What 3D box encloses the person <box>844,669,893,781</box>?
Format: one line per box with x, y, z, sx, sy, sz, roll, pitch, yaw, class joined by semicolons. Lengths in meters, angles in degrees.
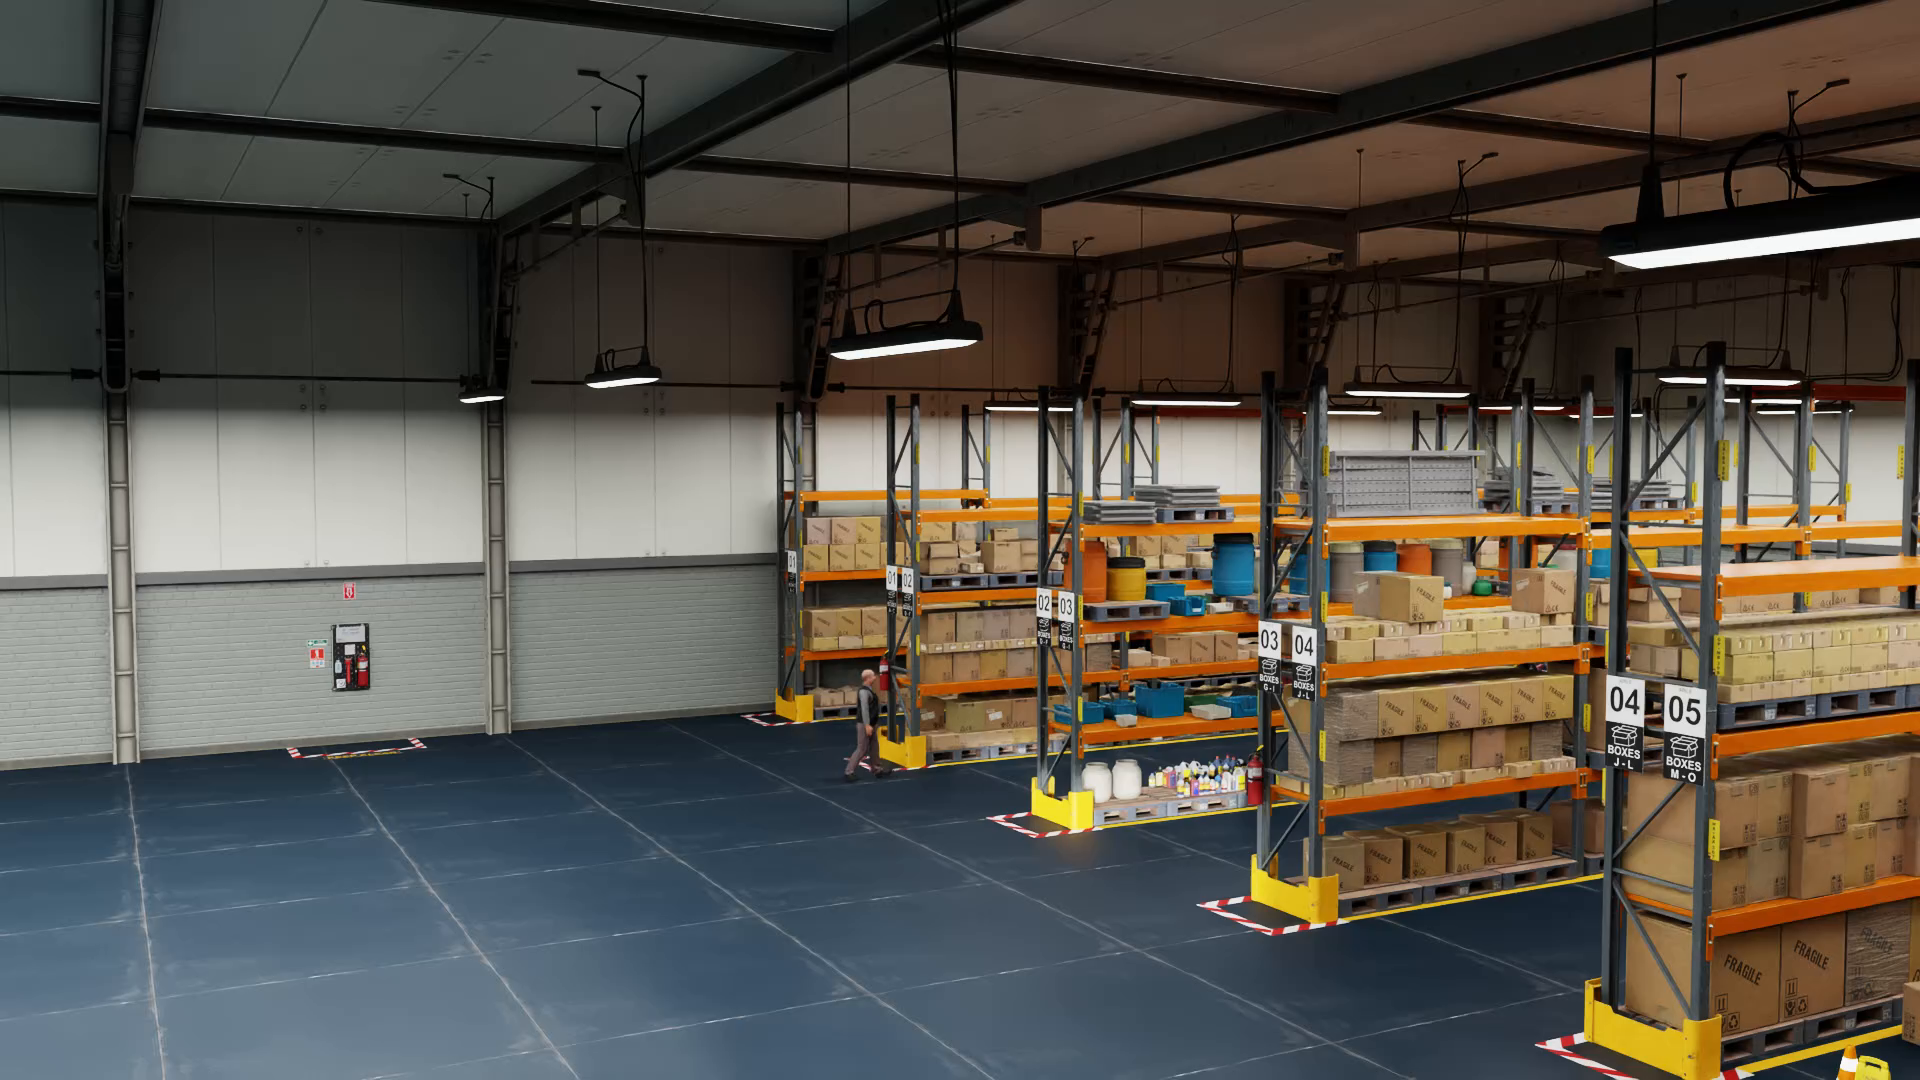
-1.419;2.861;25.755;0.753;1.721;0.558;0;3;0;person
